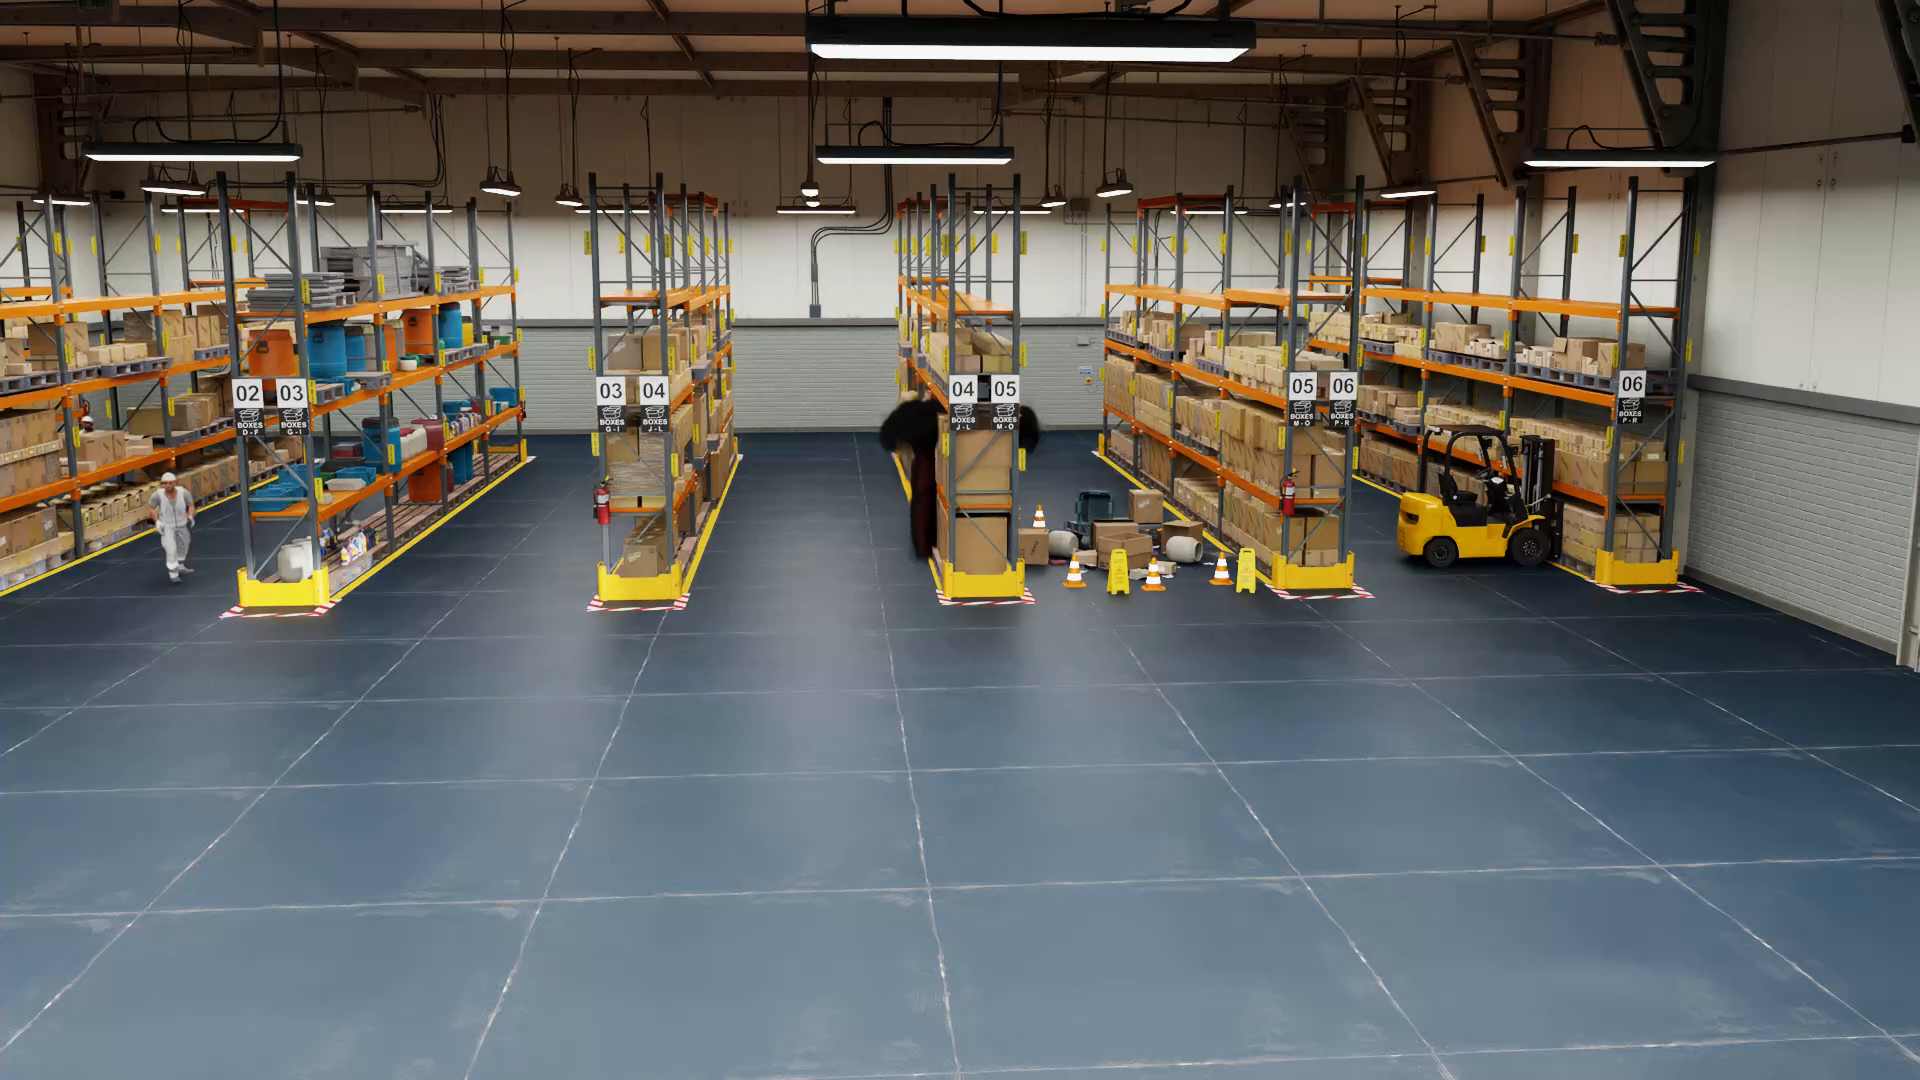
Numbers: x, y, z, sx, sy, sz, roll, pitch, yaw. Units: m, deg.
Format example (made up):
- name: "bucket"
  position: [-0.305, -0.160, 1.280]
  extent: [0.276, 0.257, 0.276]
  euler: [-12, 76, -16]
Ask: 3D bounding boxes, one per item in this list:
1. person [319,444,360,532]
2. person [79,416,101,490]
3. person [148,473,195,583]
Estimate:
- name: "person"
  position: [-11.071, -0.957, 29.608]
  extent: [0.598, 1.591, 0.847]
  euler: [-4, 11, -20]
- name: "person"
  position: [-17.014, -1.561, 32.452]
  extent: [0.700, 1.724, 0.635]
  euler: [-1, 10, -8]
- name: "person"
  position: [-11.846, -0.210, 25.048]
  extent: [0.669, 1.696, 0.897]
  euler: [-9, 14, -43]
